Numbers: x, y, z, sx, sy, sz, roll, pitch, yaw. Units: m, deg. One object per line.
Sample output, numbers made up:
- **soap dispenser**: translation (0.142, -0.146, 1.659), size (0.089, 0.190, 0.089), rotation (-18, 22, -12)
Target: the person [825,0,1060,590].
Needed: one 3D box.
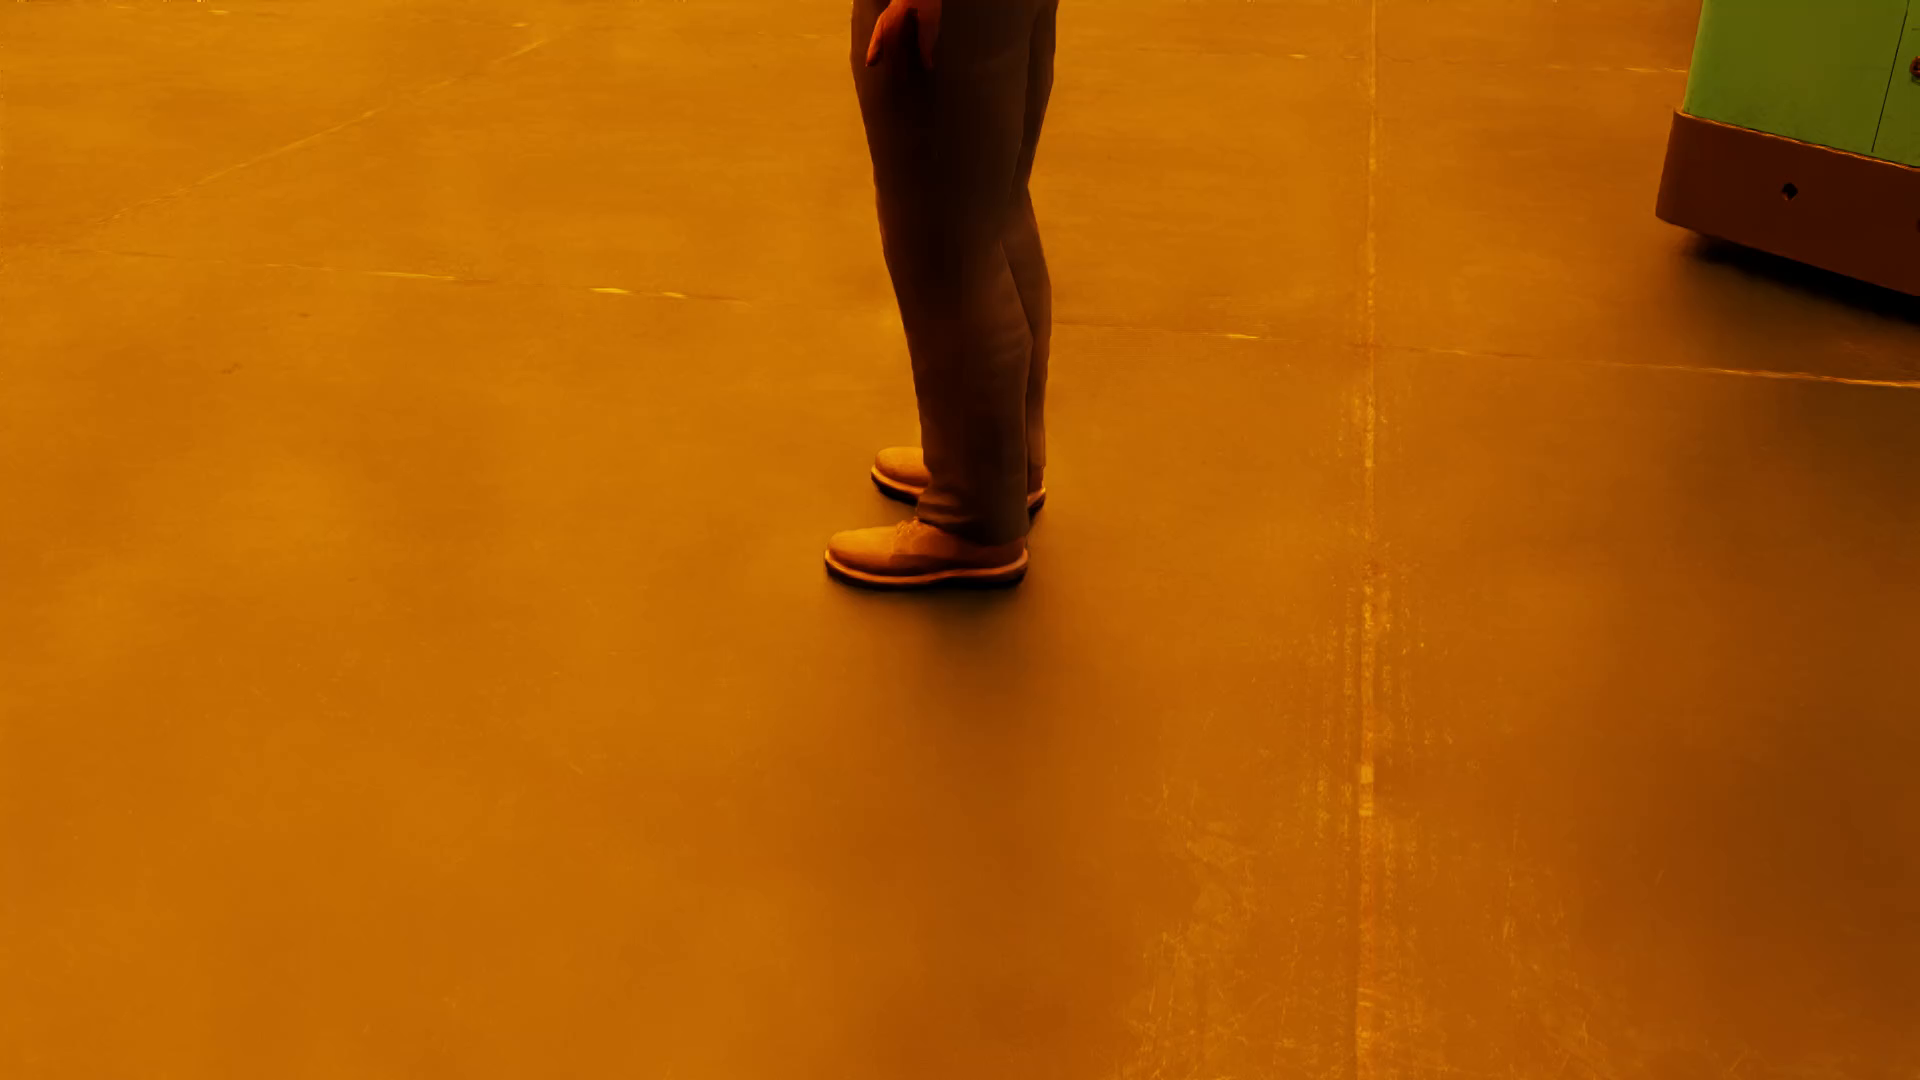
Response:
- **person**: translation (-0.022, -0.736, 2.142), size (0.320, 1.641, 0.446), rotation (6, 27, 11)

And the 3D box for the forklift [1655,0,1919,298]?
- **forklift**: translation (3.134, -2.124, 3.457), size (3.031, 2.935, 1.130), rotation (-14, 30, -26)
